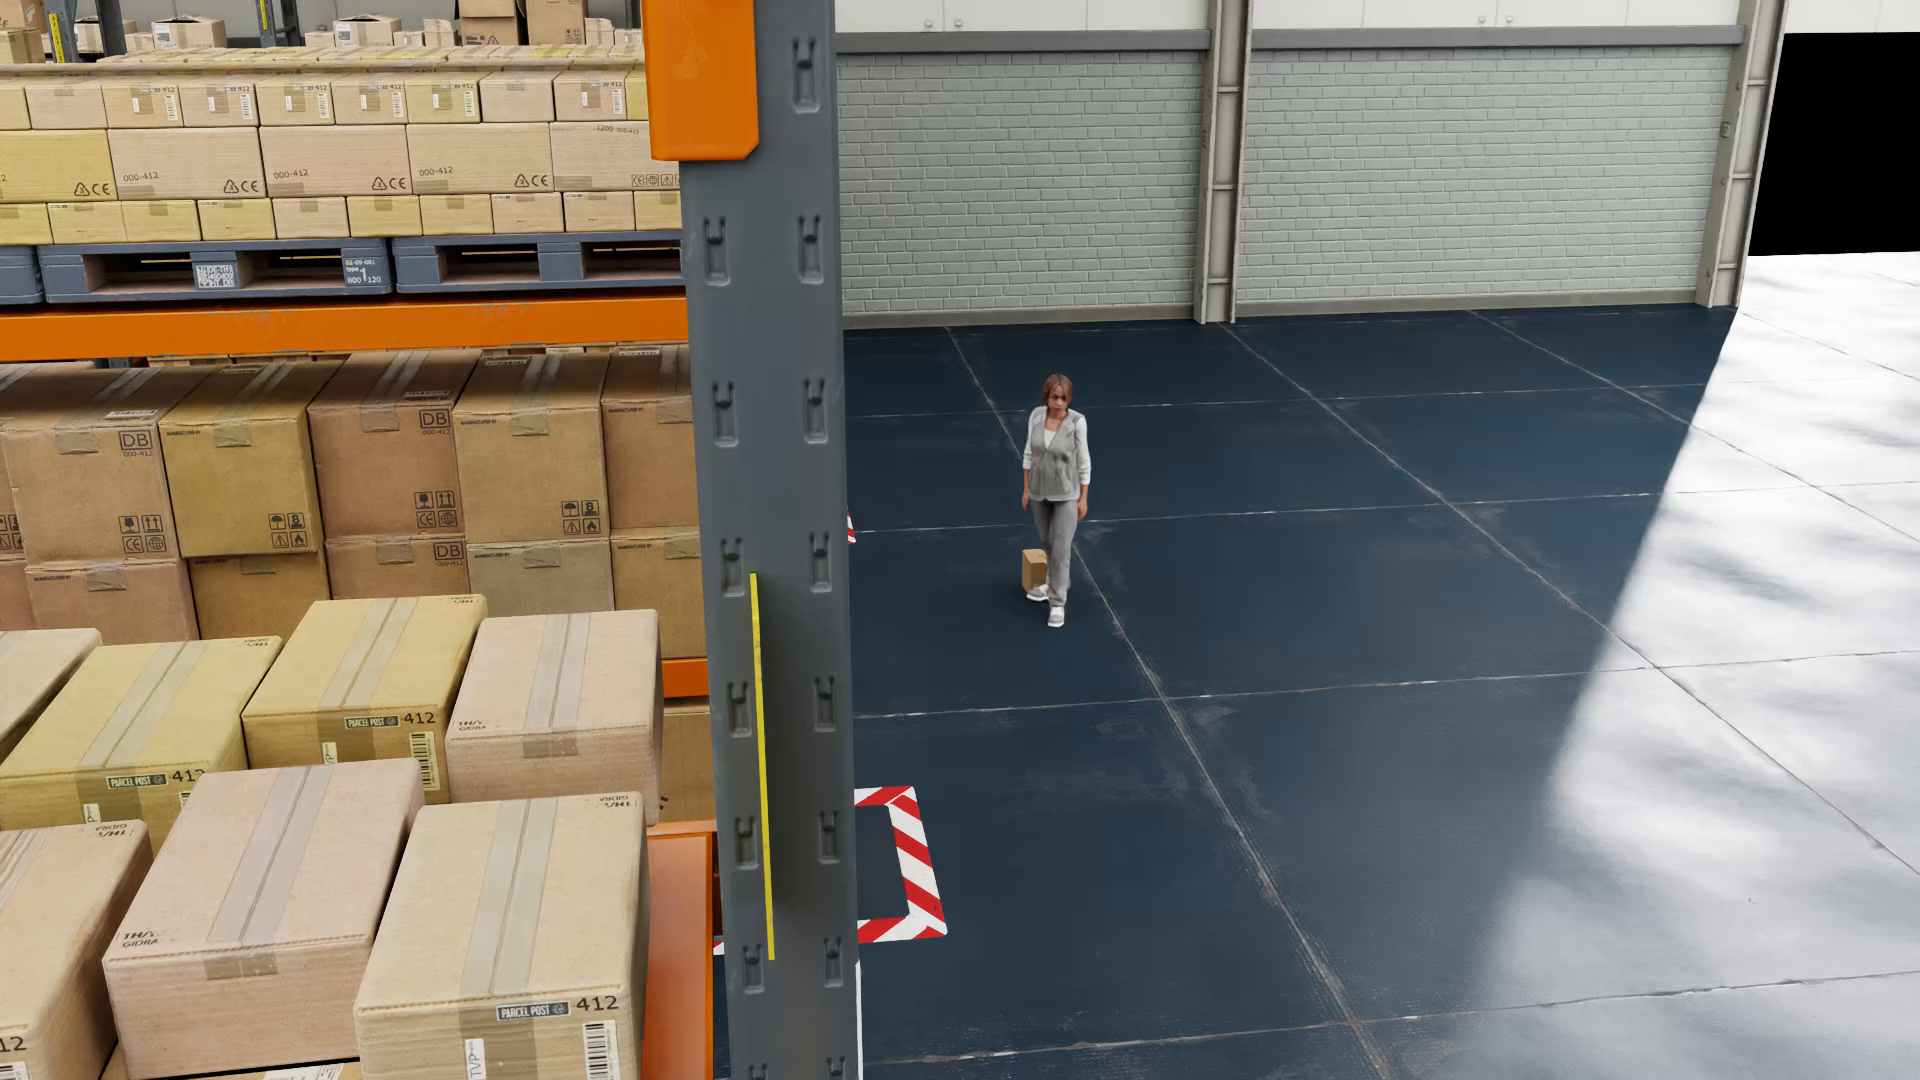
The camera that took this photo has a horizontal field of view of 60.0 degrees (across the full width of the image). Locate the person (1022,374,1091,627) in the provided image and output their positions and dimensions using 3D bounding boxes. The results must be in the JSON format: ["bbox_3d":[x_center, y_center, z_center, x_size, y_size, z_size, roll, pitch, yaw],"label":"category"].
[{"bbox_3d":[0.600,-0.281,10.355,0.452,1.590,0.513,11,23,26],"label":"person"}]
